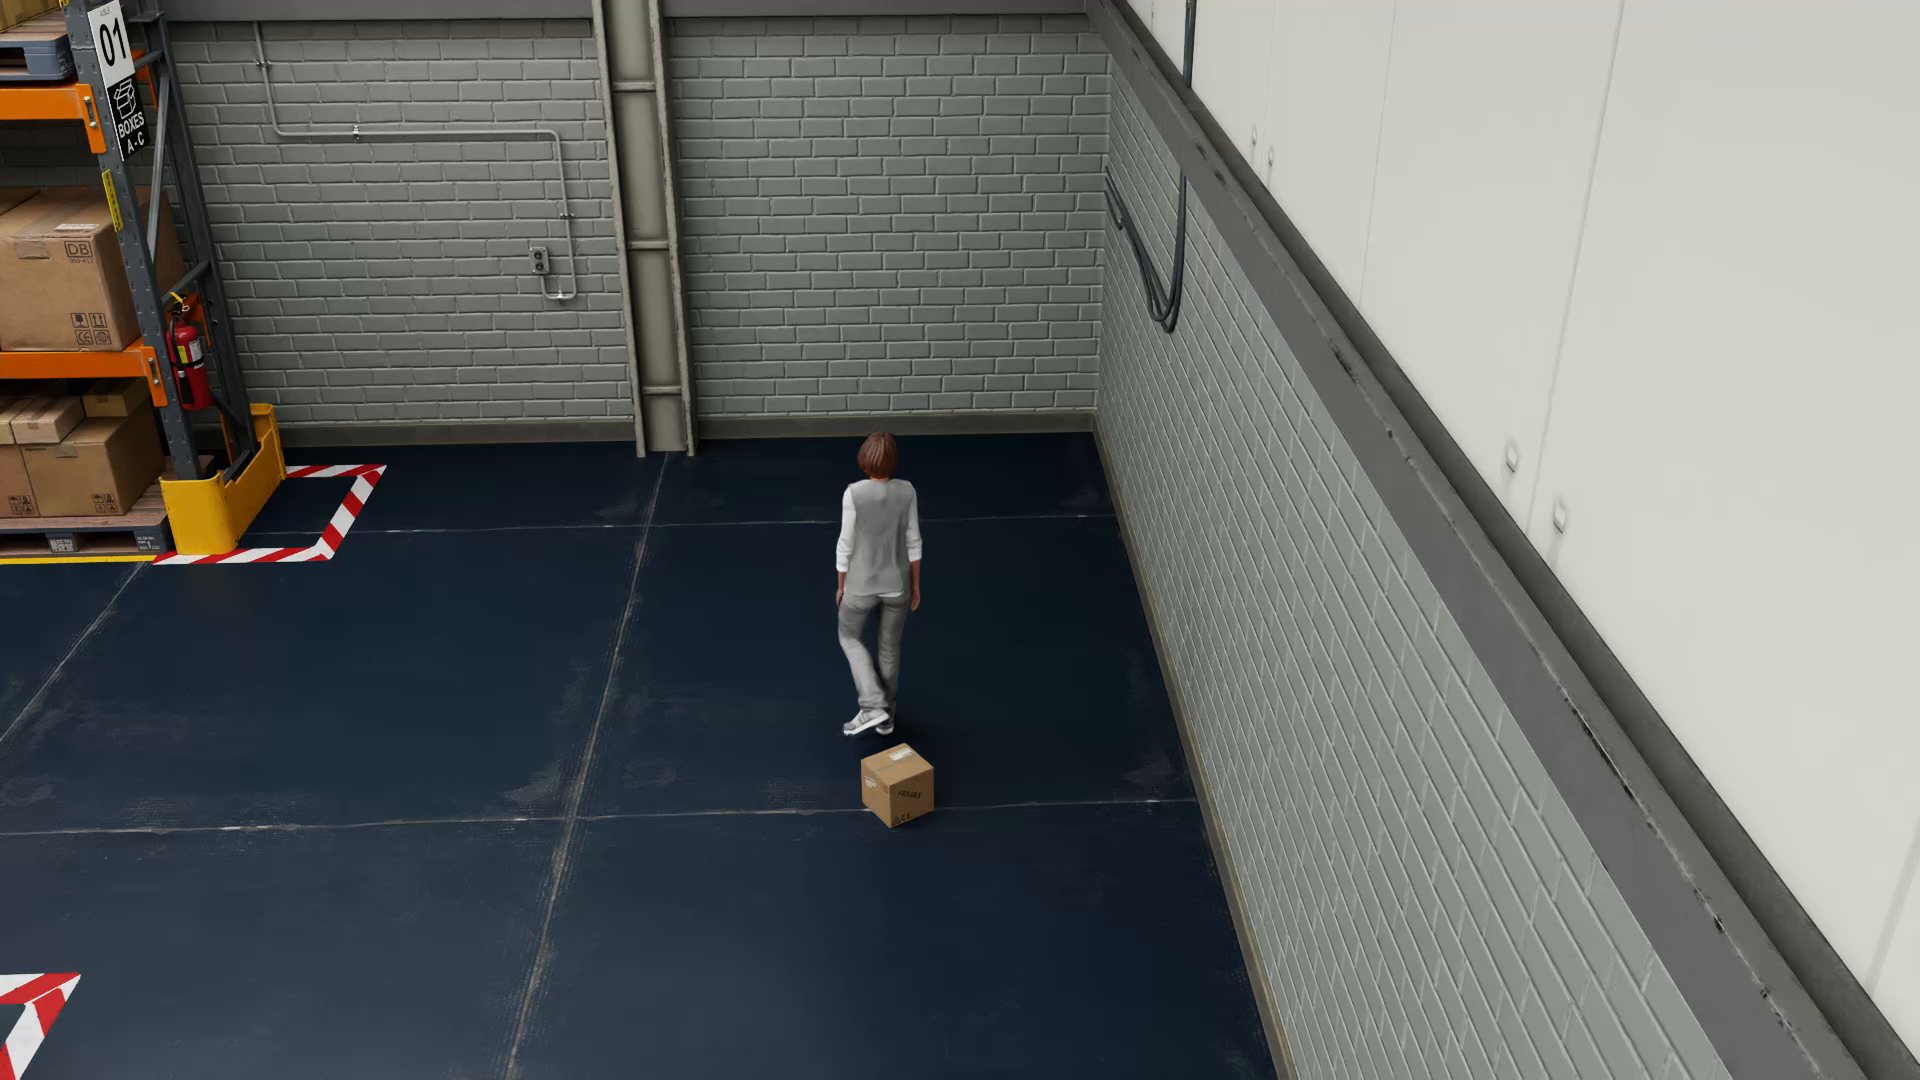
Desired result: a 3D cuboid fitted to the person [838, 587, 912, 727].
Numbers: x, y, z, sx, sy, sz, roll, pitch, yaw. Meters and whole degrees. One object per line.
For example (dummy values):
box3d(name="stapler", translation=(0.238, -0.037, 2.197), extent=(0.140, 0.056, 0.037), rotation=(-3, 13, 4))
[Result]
box3d(name="person", translation=(-0.403, 0.530, 8.254), extent=(0.356, 0.852, 0.419), rotation=(-7, 29, -13))
